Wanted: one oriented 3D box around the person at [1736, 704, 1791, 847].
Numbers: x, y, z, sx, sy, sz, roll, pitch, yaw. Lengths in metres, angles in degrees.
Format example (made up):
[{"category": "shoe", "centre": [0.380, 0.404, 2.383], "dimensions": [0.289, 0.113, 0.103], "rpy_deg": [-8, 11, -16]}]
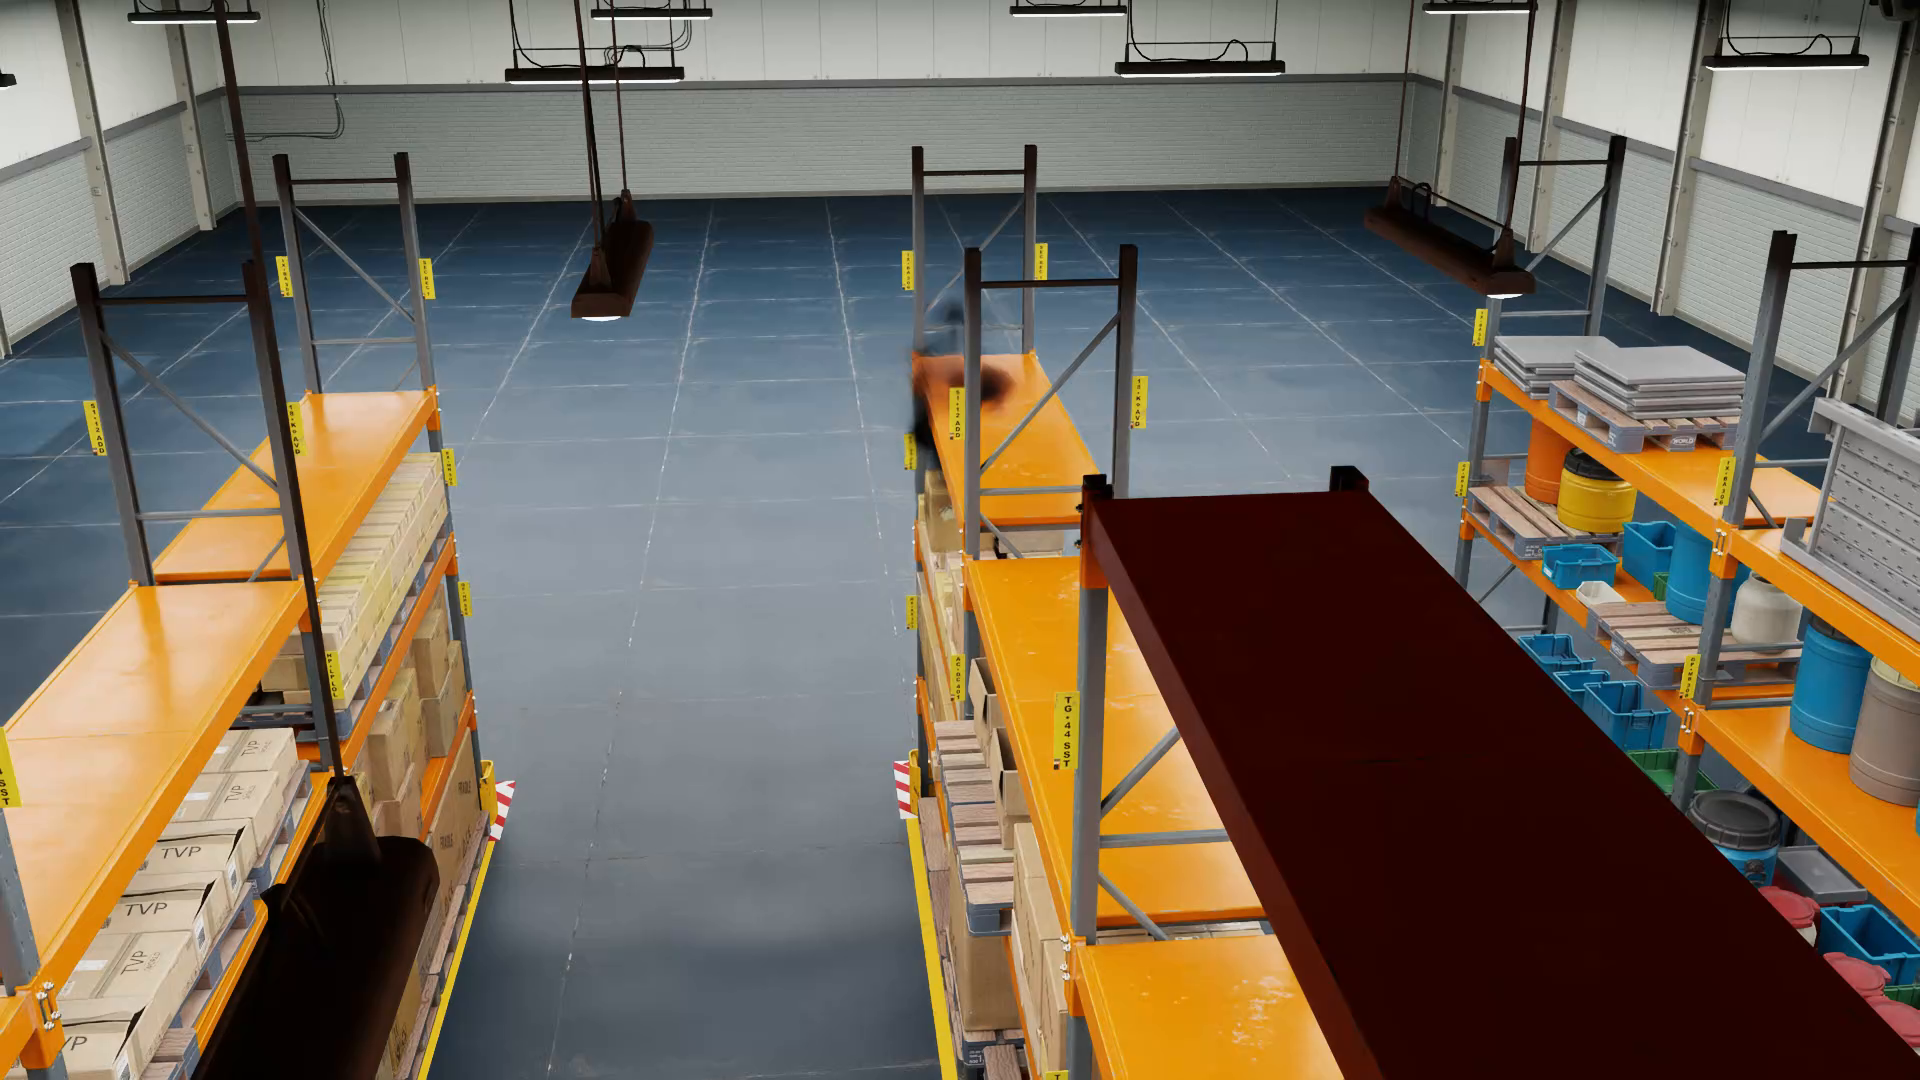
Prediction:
[{"category": "person", "centre": [6.896, 2.085, 14.196], "dimensions": [0.510, 1.578, 0.644], "rpy_deg": [-5, 22, -12]}]
